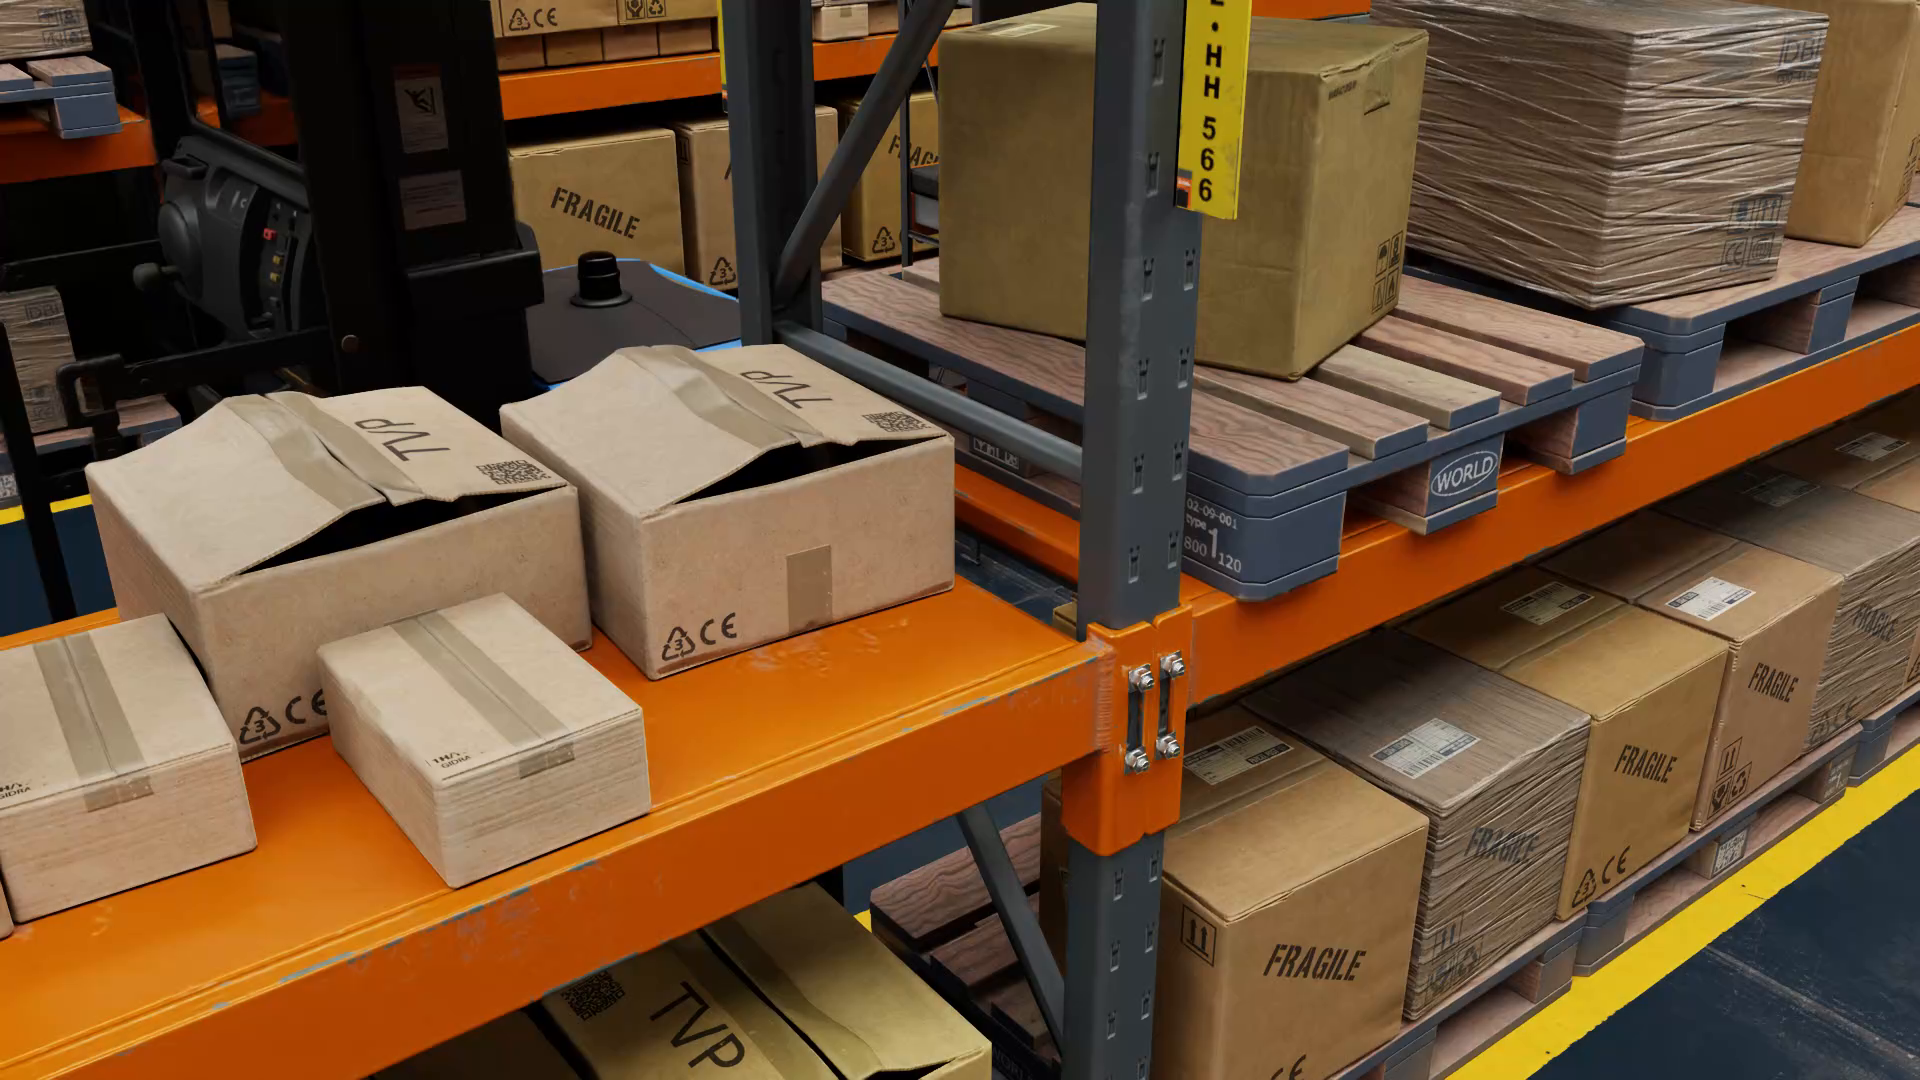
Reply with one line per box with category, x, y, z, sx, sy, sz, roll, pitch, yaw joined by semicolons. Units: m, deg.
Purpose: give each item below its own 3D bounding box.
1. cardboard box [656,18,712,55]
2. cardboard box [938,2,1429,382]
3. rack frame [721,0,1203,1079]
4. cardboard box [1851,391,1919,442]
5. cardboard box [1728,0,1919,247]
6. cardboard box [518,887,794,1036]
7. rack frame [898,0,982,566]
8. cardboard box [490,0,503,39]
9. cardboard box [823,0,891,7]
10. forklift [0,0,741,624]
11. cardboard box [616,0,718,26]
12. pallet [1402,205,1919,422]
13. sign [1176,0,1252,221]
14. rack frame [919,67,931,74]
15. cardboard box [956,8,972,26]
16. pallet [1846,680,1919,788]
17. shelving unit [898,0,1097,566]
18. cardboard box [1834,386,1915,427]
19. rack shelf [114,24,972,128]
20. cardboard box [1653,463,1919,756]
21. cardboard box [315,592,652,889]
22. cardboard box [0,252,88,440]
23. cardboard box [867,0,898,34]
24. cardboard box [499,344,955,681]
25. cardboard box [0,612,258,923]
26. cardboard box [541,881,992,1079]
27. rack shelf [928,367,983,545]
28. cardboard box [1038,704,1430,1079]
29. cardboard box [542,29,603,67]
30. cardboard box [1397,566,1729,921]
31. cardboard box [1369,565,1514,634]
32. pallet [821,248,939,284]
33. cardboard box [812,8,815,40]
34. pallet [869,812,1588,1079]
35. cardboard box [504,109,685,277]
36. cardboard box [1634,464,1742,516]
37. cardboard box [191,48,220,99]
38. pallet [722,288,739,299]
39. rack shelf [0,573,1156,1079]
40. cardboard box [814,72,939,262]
cardboard box;-1.285;-2.225;7.255;0.250;0.149;0.380;-17;30;-32
cardboard box;0.388;-0.650;2.969;0.700;0.500;0.500;15;29;29
rack frame;-0.038;-0.213;2.646;0.127;3.000;1.000;-18;31;-34
cardboard box;2.898;-0.095;4.837;0.500;0.500;0.500;-18;31;-34
cardboard box;1.757;-1.008;3.742;0.700;0.500;0.500;18;30;33
cardboard box;-0.632;0.628;2.934;0.500;0.311;0.500;-17;30;-32
rack frame;-0.062;-0.932;5.264;0.015;2.100;0.400;-18;31;-34
cardboard box;-2.140;-2.217;6.467;0.500;0.500;0.500;-17;30;-32
cardboard box;-0.554;-2.742;7.599;0.500;0.500;0.500;-18;30;-34
forklift;-1.833;-0.679;3.732;3.031;2.935;1.130;-20;31;-36
cardboard box;-1.344;-2.483;7.041;0.500;0.500;0.500;-17;30;-33
pallet;1.489;-0.633;3.778;1.213;0.211;1.003;-18;31;-34
sign;0.307;-0.555;2.008;0.005;0.325;0.100;-18;31;-34
rack frame;0.050;-2.892;8.418;0.127;3.000;1.000;-18;31;-34
cardboard box;-0.042;-2.606;8.076;0.250;0.149;0.380;-18;30;-34
pallet;2.492;0.237;4.989;1.213;0.211;1.003;-18;31;-34
shelving unit;0.130;-0.995;5.401;0.503;2.100;0.431;-18;31;-34
cardboard box;2.578;-0.273;5.221;0.500;0.500;0.500;-20;31;-36
rack shelf;-1.524;-2.046;7.450;4.000;0.370;1.077;-18;31;-34
cardboard box;2.109;0.161;4.286;0.500;0.500;0.500;-18;30;-33
cardboard box;-0.576;0.226;1.998;0.250;0.149;0.380;-18;31;-34
cardboard box;-3.633;-0.714;6.173;0.500;0.500;0.700;-18;30;-33
cardboard box;-0.457;-2.480;7.805;0.250;0.149;0.380;-17;30;-32
cardboard box;-0.352;-0.092;2.492;0.500;0.311;0.500;-16;29;-31
cardboard box;-1.007;0.251;1.944;0.250;0.149;0.380;-16;29;-30
cardboard box;-0.299;0.807;2.549;0.500;0.311;0.500;-17;30;-33
rack shelf;0.130;-0.348;5.701;0.480;0.518;0.431;-18;31;-34
cardboard box;0.496;0.698;3.130;0.500;0.500;0.500;-17;30;-32
cardboard box;-1.701;-2.100;6.987;0.250;0.149;0.380;-18;30;-33
cardboard box;1.302;0.431;3.704;0.500;0.500;0.500;-19;31;-35
cardboard box;0.960;0.266;4.060;0.500;0.500;0.500;-20;31;-36
pallet;-0.511;-1.402;8.520;1.213;0.211;1.003;-18;31;-34
cardboard box;-0.862;-2.350;7.525;0.250;0.149;0.380;-18;31;-34
pallet;0.572;0.871;3.624;1.213;0.211;1.003;-18;31;-34
cardboard box;-1.745;-1.441;7.347;0.750;0.750;0.750;-18;31;-34
cardboard box;1.767;-0.003;4.640;0.500;0.500;0.500;-18;30;-33
cardboard box;-2.696;-1.757;6.247;0.250;0.149;0.380;-19;31;-35
pallet;-1.472;-1.083;7.833;1.213;0.211;1.003;-18;31;-34
rack shelf;-1.612;0.633;1.678;4.000;0.370;1.077;-18;31;-34
cardboard box;-0.382;-1.895;8.326;0.750;0.750;0.750;-18;30;-33
